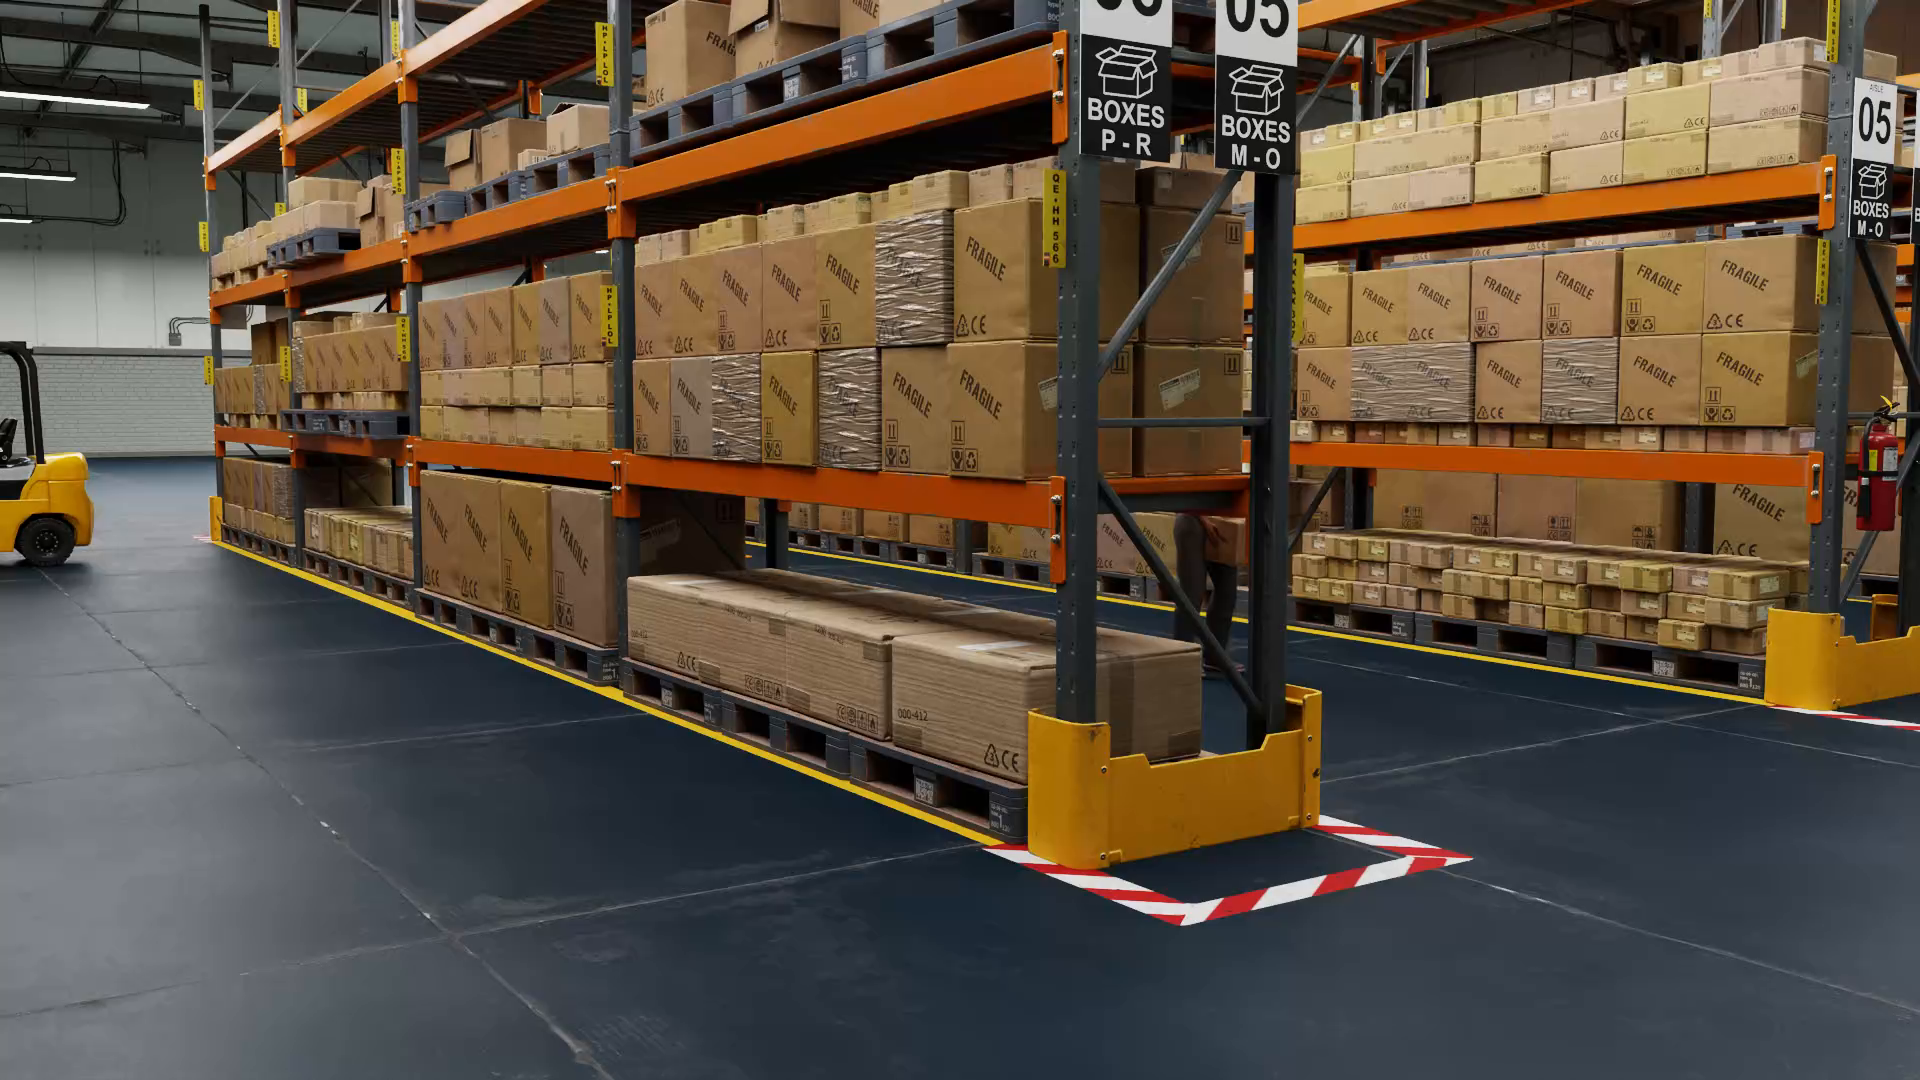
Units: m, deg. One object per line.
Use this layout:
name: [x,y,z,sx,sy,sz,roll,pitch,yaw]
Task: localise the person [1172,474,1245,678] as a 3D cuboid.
person: [1.462,-0.048,9.638,0.479,1.663,0.405,-3,6,-35]
